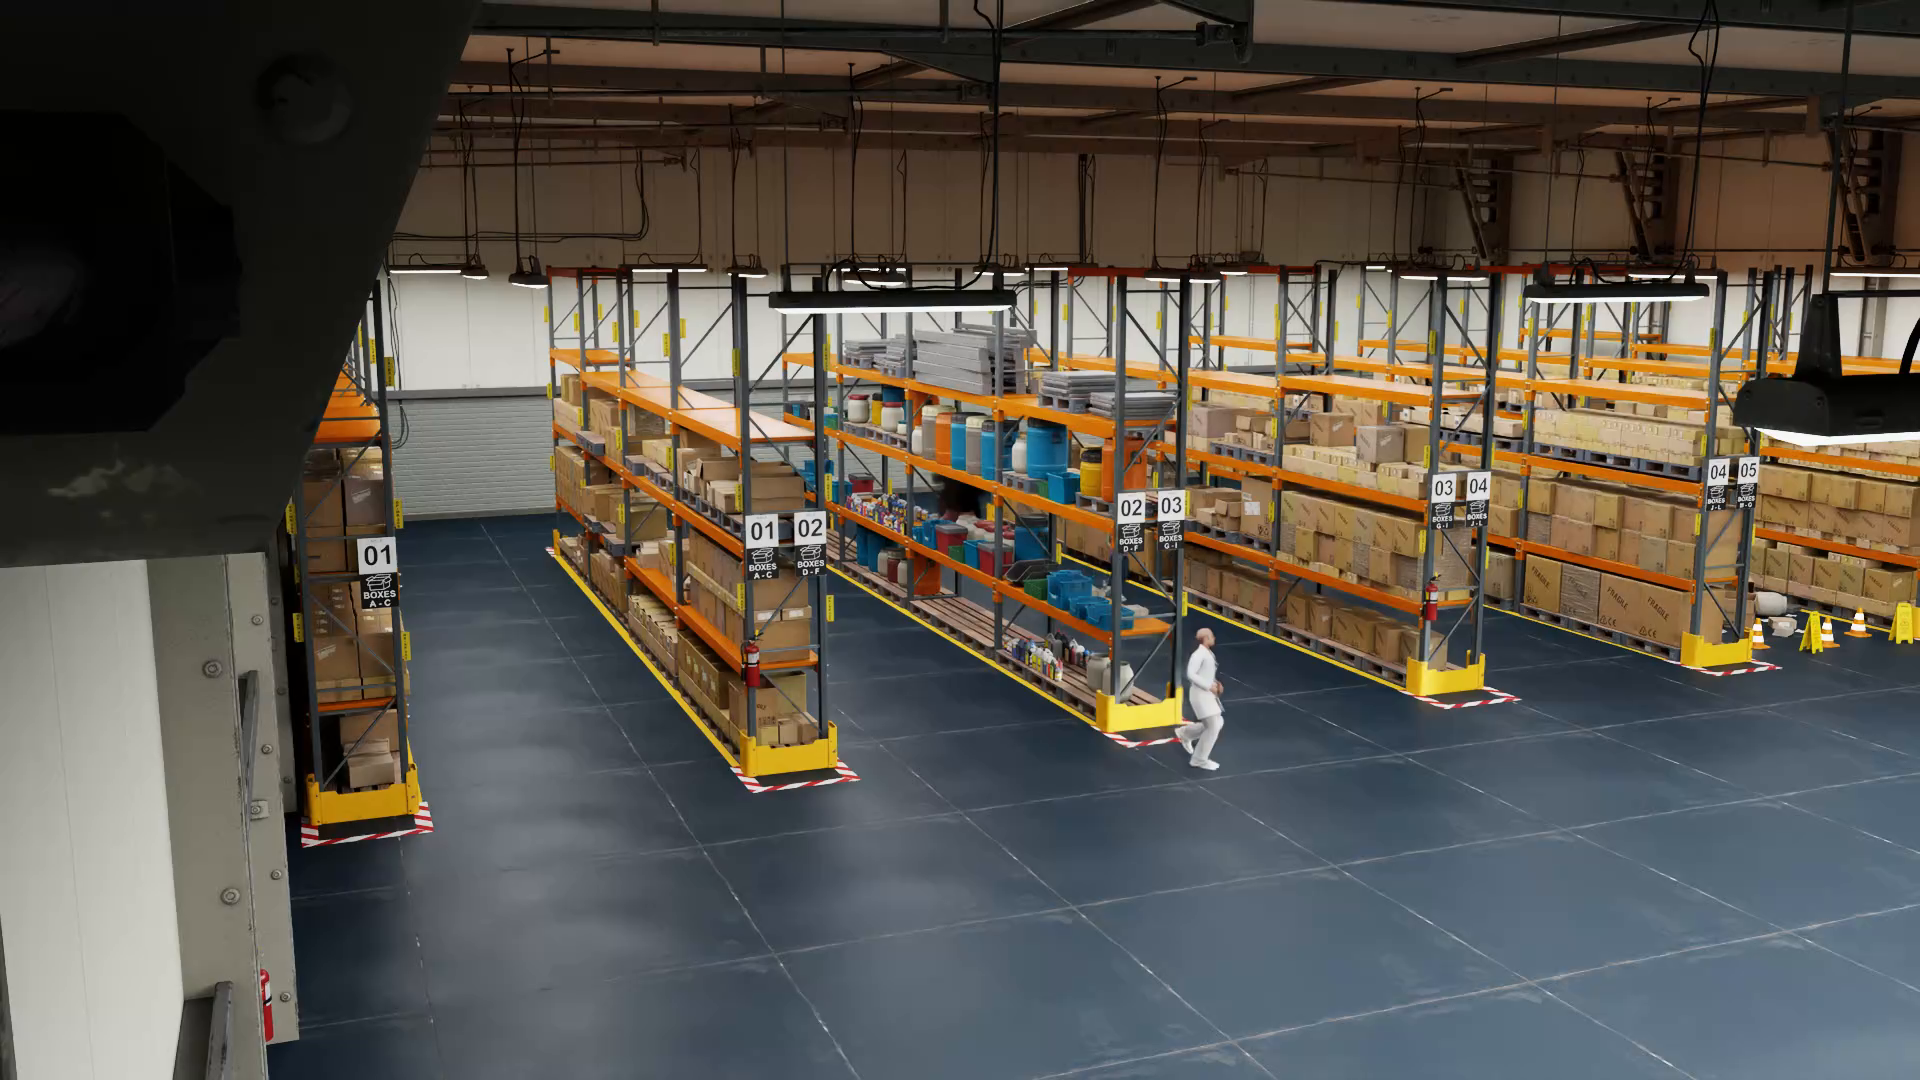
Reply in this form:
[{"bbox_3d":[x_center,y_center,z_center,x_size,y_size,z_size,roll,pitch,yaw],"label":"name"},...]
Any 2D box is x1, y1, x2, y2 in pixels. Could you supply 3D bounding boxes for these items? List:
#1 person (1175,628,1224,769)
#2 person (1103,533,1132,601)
[{"bbox_3d":[3.022,1.941,20.706,0.554,1.701,0.728,4,11,20],"label":"person"},{"bbox_3d":[2.743,0.266,28.984,0.522,1.565,0.521,-7,12,-34],"label":"person"}]
